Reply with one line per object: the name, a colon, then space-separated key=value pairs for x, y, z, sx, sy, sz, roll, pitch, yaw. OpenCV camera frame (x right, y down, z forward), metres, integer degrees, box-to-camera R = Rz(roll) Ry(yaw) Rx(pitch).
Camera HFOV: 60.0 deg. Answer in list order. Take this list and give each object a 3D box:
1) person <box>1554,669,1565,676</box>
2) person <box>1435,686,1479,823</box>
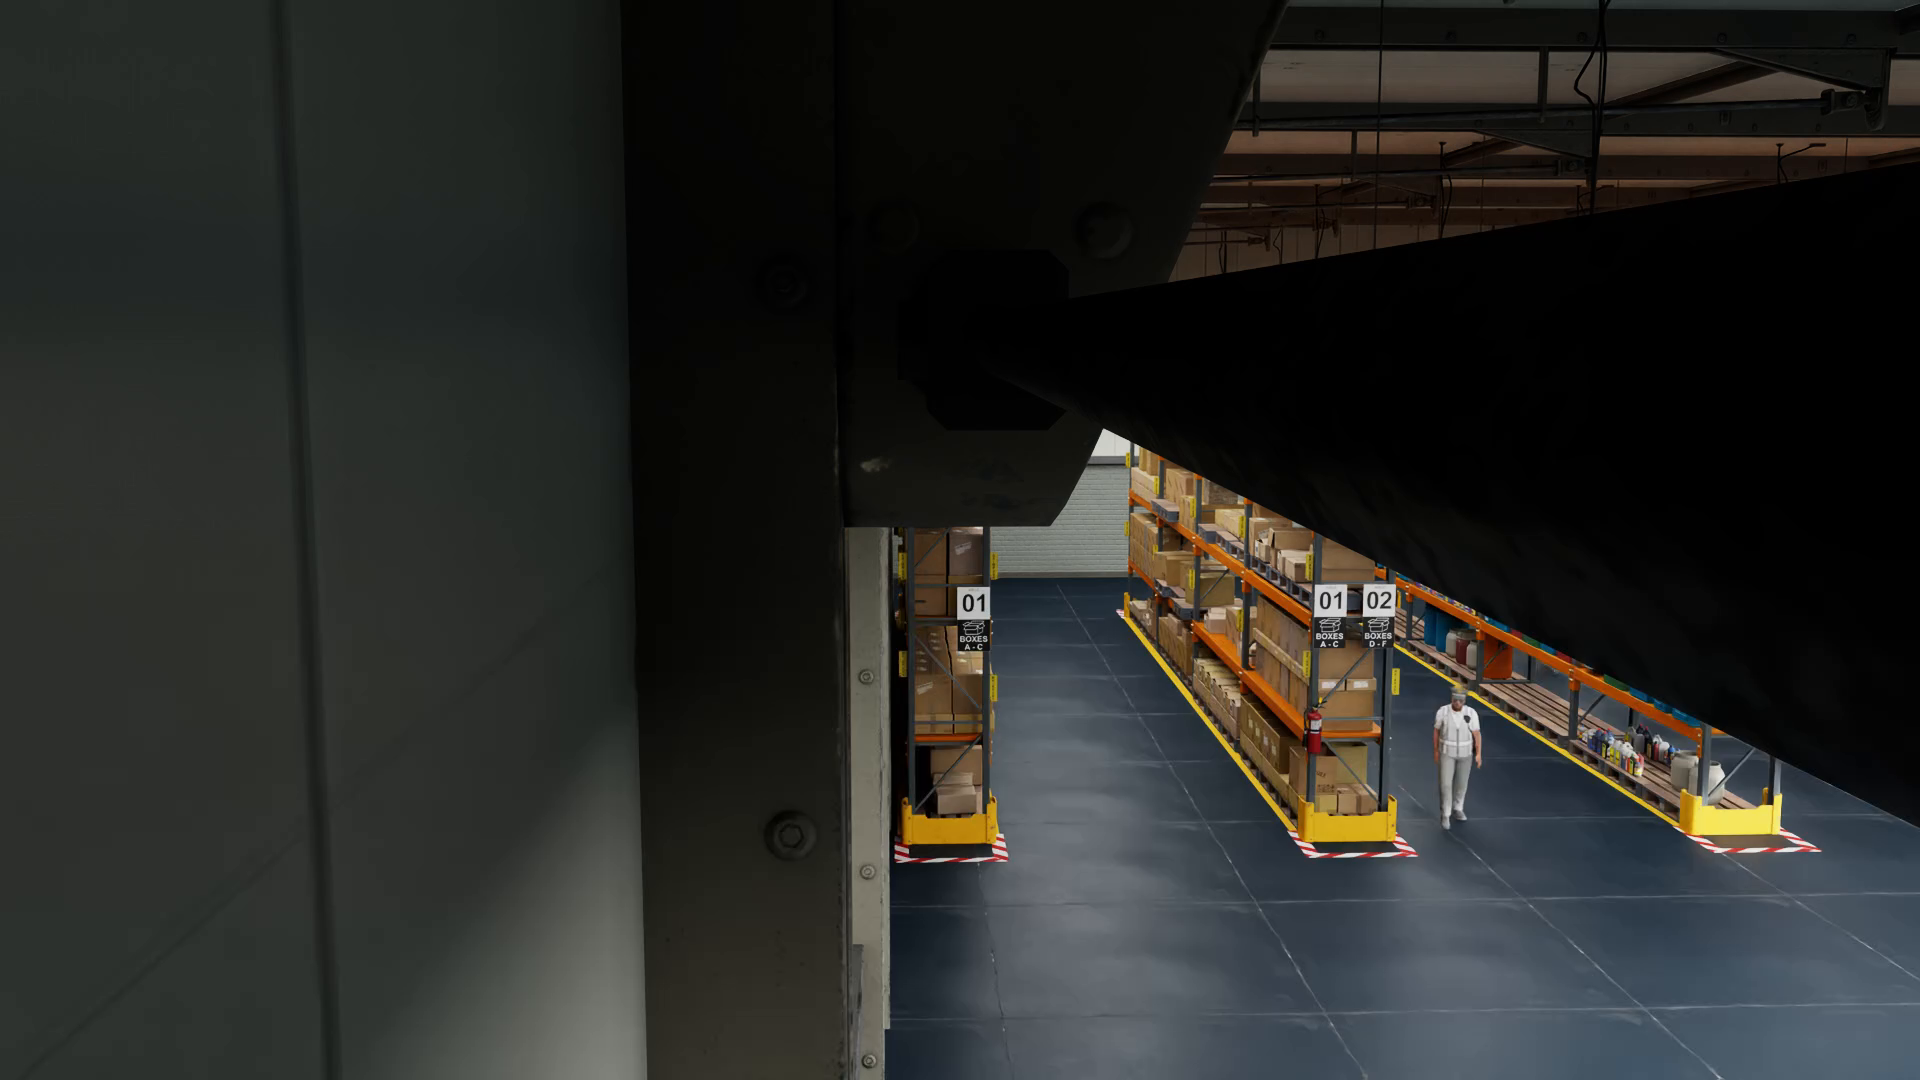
person: x=10.969 y=1.633 z=30.175 sx=0.484 sy=1.652 sz=0.529 roll=-1 pitch=7 yaw=-9
person: x=6.374 y=2.736 z=21.310 sx=0.583 sy=1.773 sz=0.502 roll=7 pitch=10 yaw=44
